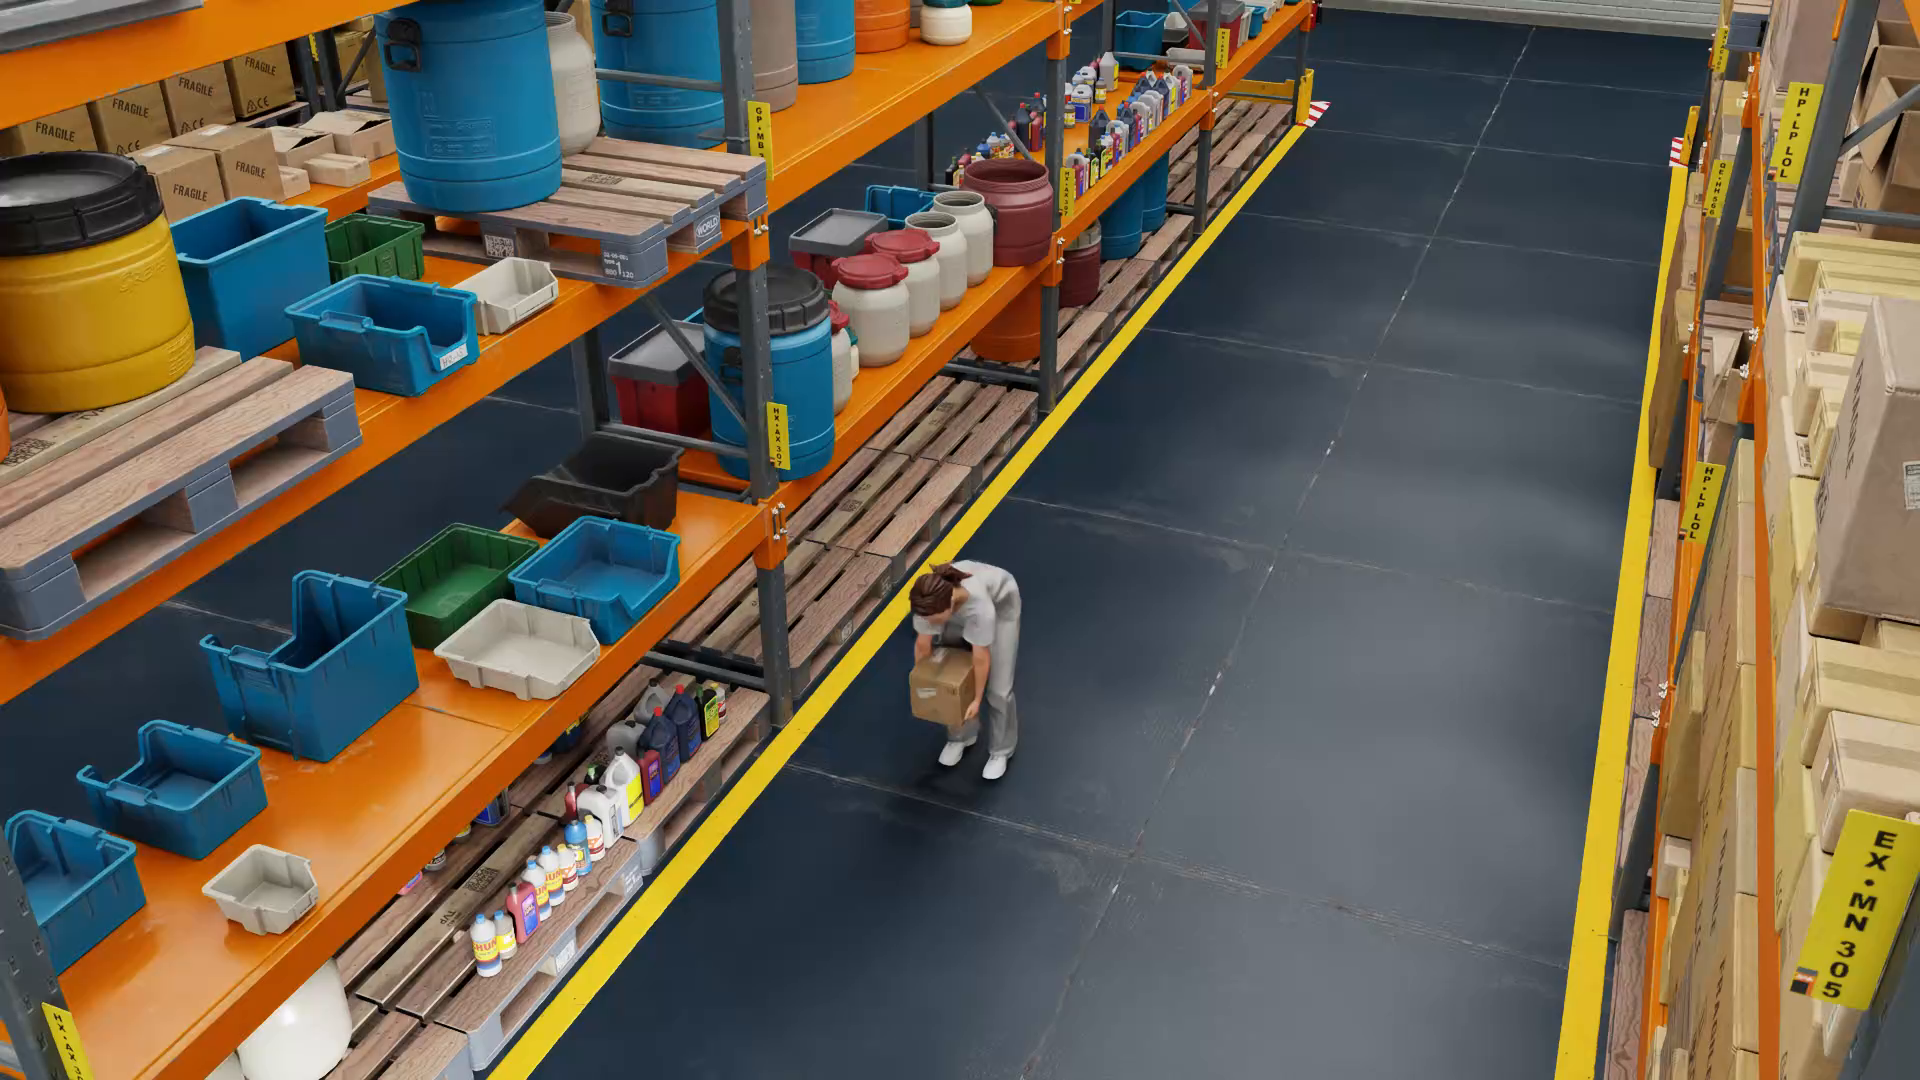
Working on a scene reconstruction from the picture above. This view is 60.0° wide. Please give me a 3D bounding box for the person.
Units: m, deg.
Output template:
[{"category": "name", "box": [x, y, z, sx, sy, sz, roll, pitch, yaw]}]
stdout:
[{"category": "person", "box": [0.002, 0.593, 7.724, 0.409, 1.315, 0.812, 13, 32, 22]}]
